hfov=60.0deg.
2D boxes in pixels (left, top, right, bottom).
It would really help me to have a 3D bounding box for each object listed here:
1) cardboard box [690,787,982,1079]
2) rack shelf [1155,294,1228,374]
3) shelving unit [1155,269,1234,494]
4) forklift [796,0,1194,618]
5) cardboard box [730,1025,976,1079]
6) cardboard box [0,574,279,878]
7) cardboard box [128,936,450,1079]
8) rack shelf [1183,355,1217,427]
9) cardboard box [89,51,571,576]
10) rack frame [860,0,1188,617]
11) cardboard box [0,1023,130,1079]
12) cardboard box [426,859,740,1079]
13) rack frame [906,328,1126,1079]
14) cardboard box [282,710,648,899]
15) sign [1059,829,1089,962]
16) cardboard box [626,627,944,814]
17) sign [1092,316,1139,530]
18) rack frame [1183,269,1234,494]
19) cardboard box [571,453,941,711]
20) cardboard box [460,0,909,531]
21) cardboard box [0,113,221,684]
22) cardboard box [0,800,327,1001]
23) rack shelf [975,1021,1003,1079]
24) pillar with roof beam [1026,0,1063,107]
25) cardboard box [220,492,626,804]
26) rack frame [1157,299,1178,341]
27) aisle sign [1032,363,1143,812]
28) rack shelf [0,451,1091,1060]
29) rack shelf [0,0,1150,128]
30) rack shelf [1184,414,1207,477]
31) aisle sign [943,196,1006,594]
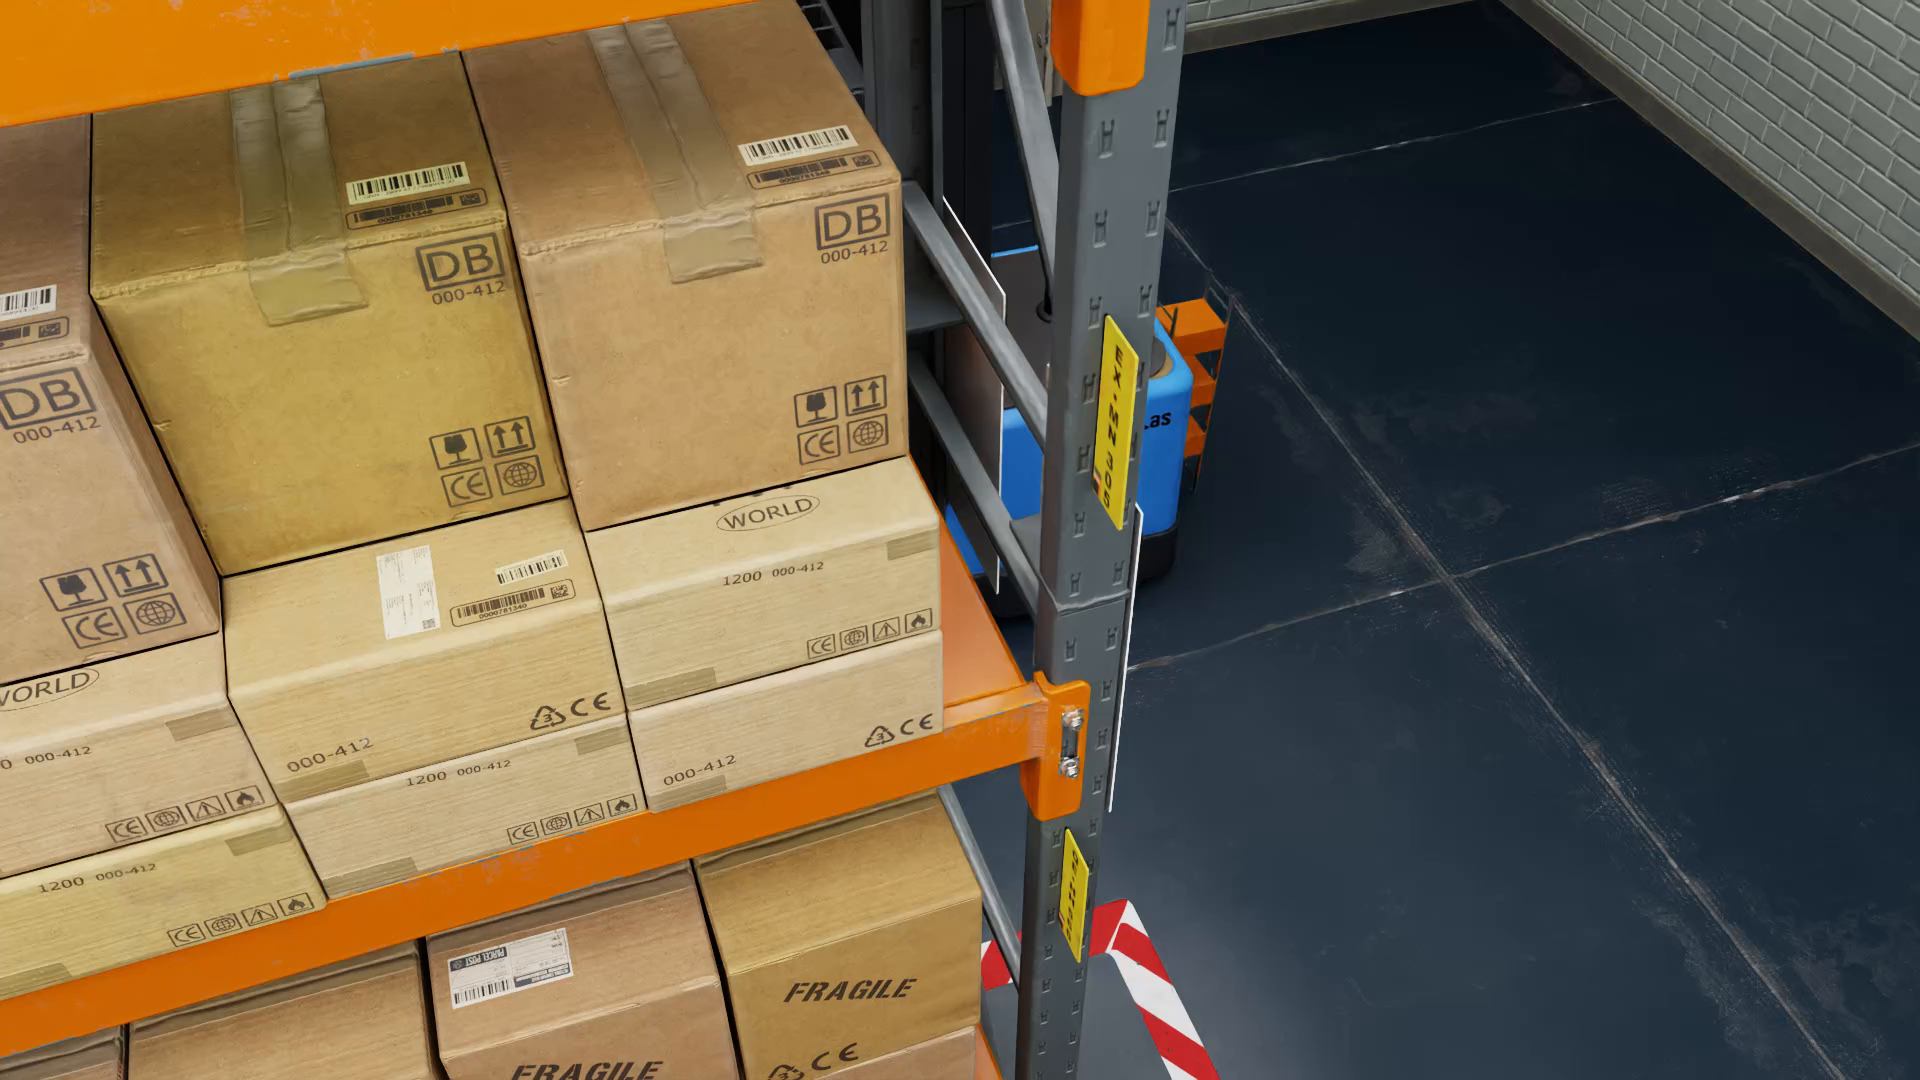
[{"bbox_3d":[-0.276,0.738,3.429,0.500,0.500,0.500,-15,47,-14],"label":"cardboard box"},{"bbox_3d":[0.911,-0.812,6.733,0.240,0.259,0.215,-13,47,-17],"label":"rack shelf"},{"bbox_3d":[0.899,-0.615,6.923,0.252,1.050,0.215,-13,47,-17],"label":"shelving unit"},{"bbox_3d":[-0.689,-0.896,5.882,3.031,2.935,1.130,-12,46,-12],"label":"forklift"},{"bbox_3d":[-0.280,1.090,3.785,0.500,0.500,0.500,-13,47,-13],"label":"cardboard box"},{"bbox_3d":[-1.289,0.185,2.392,0.500,0.250,0.500,-14,47,-14],"label":"cardboard box"},{"bbox_3d":[-1.237,0.988,3.180,0.500,0.500,0.500,-13,47,-13],"label":"cardboard box"},{"bbox_3d":[0.898,-0.608,6.930,0.240,0.259,0.215,-13,47,-17],"label":"rack shelf"},{"bbox_3d":[-0.928,-0.413,2.458,0.500,0.500,0.700,-14,47,-14],"label":"cardboard box"},{"bbox_3d":[0.049,-1.282,1.983,0.127,3.000,1.000,-14,47,-14],"label":"rack frame"},{"bbox_3d":[-1.720,1.112,3.057,0.500,0.500,0.500,-13,47,-13],"label":"cardboard box"},{"bbox_3d":[-0.751,0.860,3.308,0.500,0.500,0.500,-13,47,-13],"label":"cardboard box"},{"bbox_3d":[0.049,0.836,4.108,0.127,3.000,1.000,-14,47,-14],"label":"rack frame"},{"bbox_3d":[-0.819,0.242,2.688,0.500,0.250,0.500,-14,47,-14],"label":"cardboard box"},{"bbox_3d":[0.219,0.690,3.213,0.005,0.325,0.100,-14,47,-14],"label":"sign"},{"bbox_3d":[-0.345,0.129,2.801,0.500,0.250,0.500,-14,47,-14],"label":"cardboard box"},{"bbox_3d":[0.219,-0.161,2.359,0.005,0.325,0.100,-14,47,-14],"label":"sign"},{"bbox_3d":[1.012,-0.642,6.958,0.008,1.050,0.200,-13,47,-17],"label":"rack frame"},{"bbox_3d":[-0.348,-0.053,2.629,0.500,0.250,0.500,-14,47,-14],"label":"cardboard box"},{"bbox_3d":[-0.429,-0.477,2.522,0.500,0.500,0.700,-14,47,-14],"label":"cardboard box"},{"bbox_3d":[-1.362,-0.221,2.268,0.500,0.500,0.700,-14,47,-14],"label":"cardboard box"},{"bbox_3d":[-1.285,0.371,2.560,0.500,0.250,0.500,-14,47,-14],"label":"cardboard box"},{"bbox_3d":[-1.832,1.571,3.884,4.000,0.370,1.077,-14,47,-14],"label":"rack shelf"},{"bbox_3d":[2.071,-2.938,3.635,0.400,9.000,9.100,-14,47,-14],"label":"pillar with roof beam"},{"bbox_3d":[-0.818,0.068,2.509,0.500,0.250,0.500,-14,47,-14],"label":"cardboard box"},{"bbox_3d":[0.785,-0.589,6.888,0.008,1.050,0.200,-13,47,-17],"label":"rack frame"},{"bbox_3d":[0.217,0.106,3.000,0.004,0.787,0.394,-14,47,-14],"label":"aisle sign"},{"bbox_3d":[-1.832,0.512,2.821,4.000,0.370,1.077,-14,47,-14],"label":"rack shelf"},{"bbox_3d":[-1.832,-0.545,1.760,4.000,0.370,1.077,-14,47,-14],"label":"rack shelf"},{"bbox_3d":[0.885,-0.408,7.123,0.240,0.259,0.215,-13,47,-17],"label":"rack shelf"},{"bbox_3d":[0.013,-0.294,3.399,0.004,0.787,0.394,-14,47,-14],"label":"aisle sign"}]
